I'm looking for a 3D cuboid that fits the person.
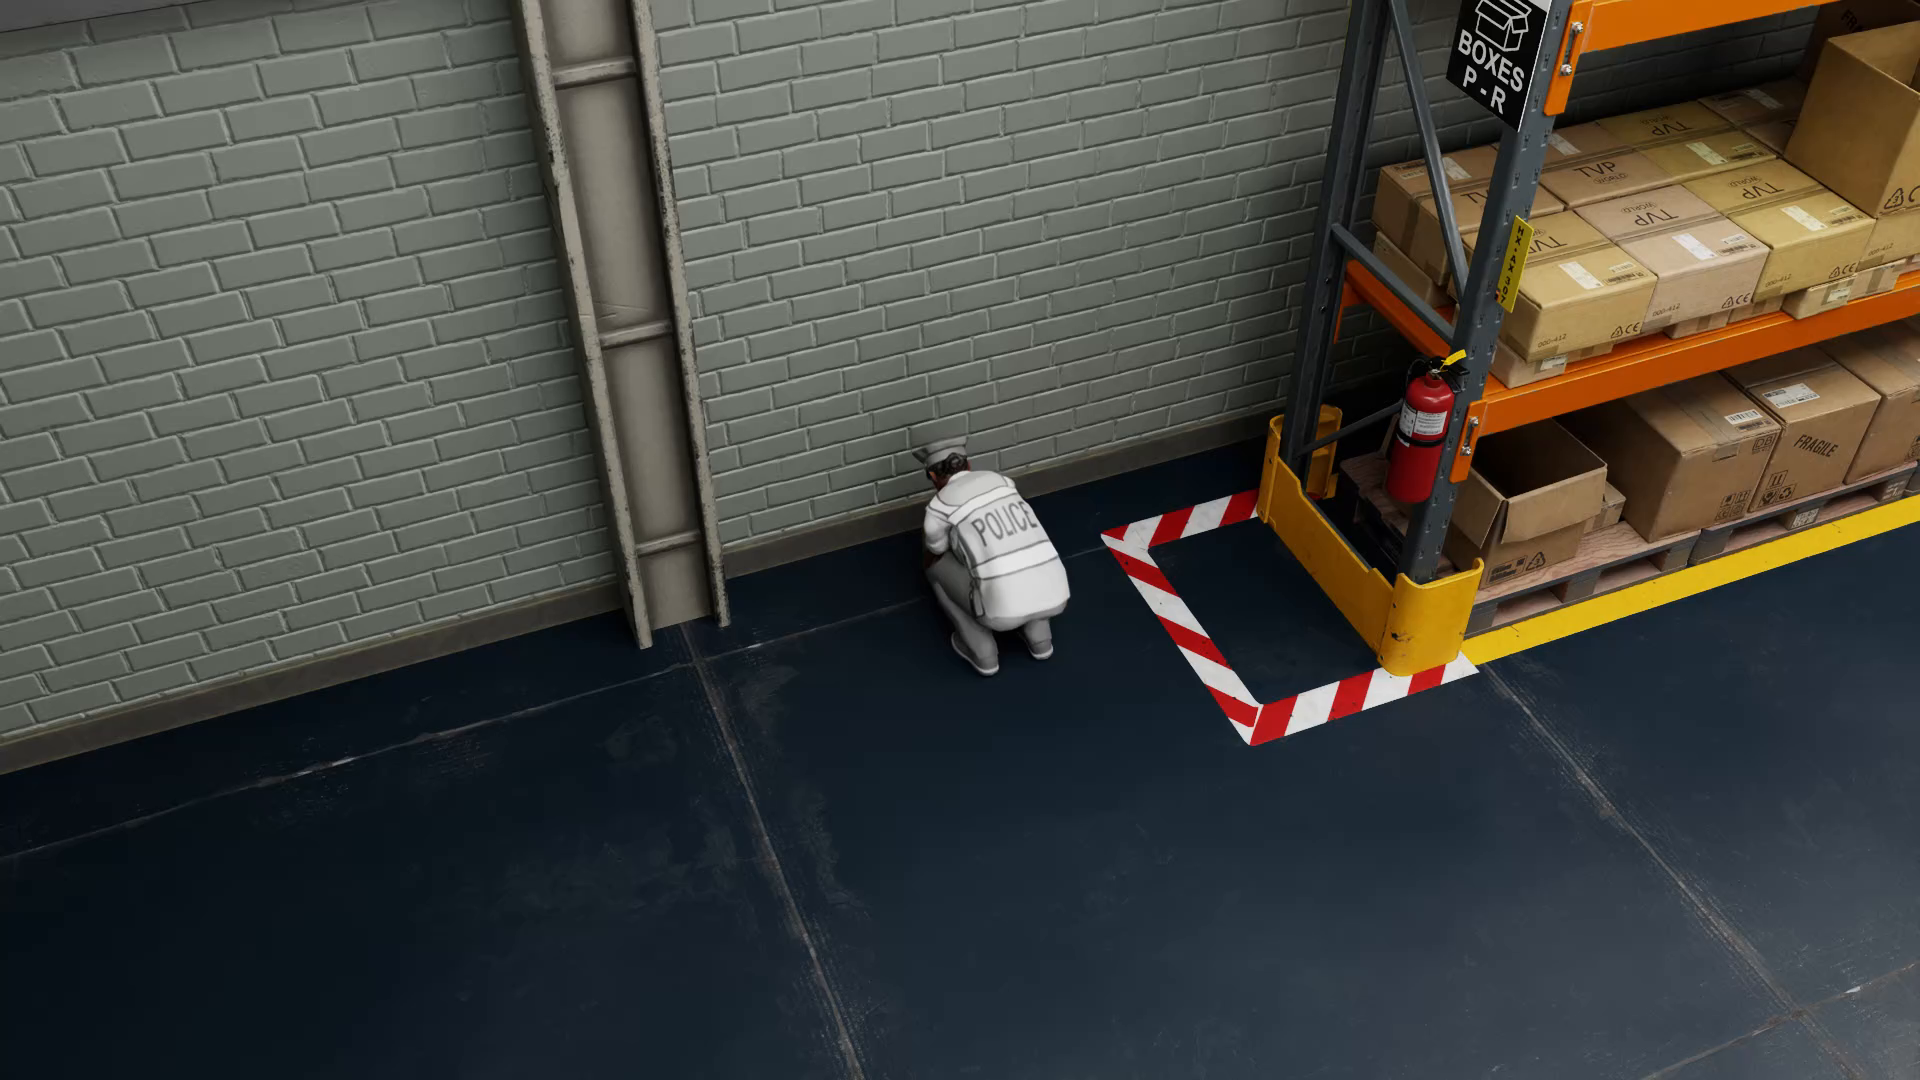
[{"bbox_3d":[0.107,0.071,6.790,0.475,0.851,0.896,-16,44,-17],"label":"person"}]
